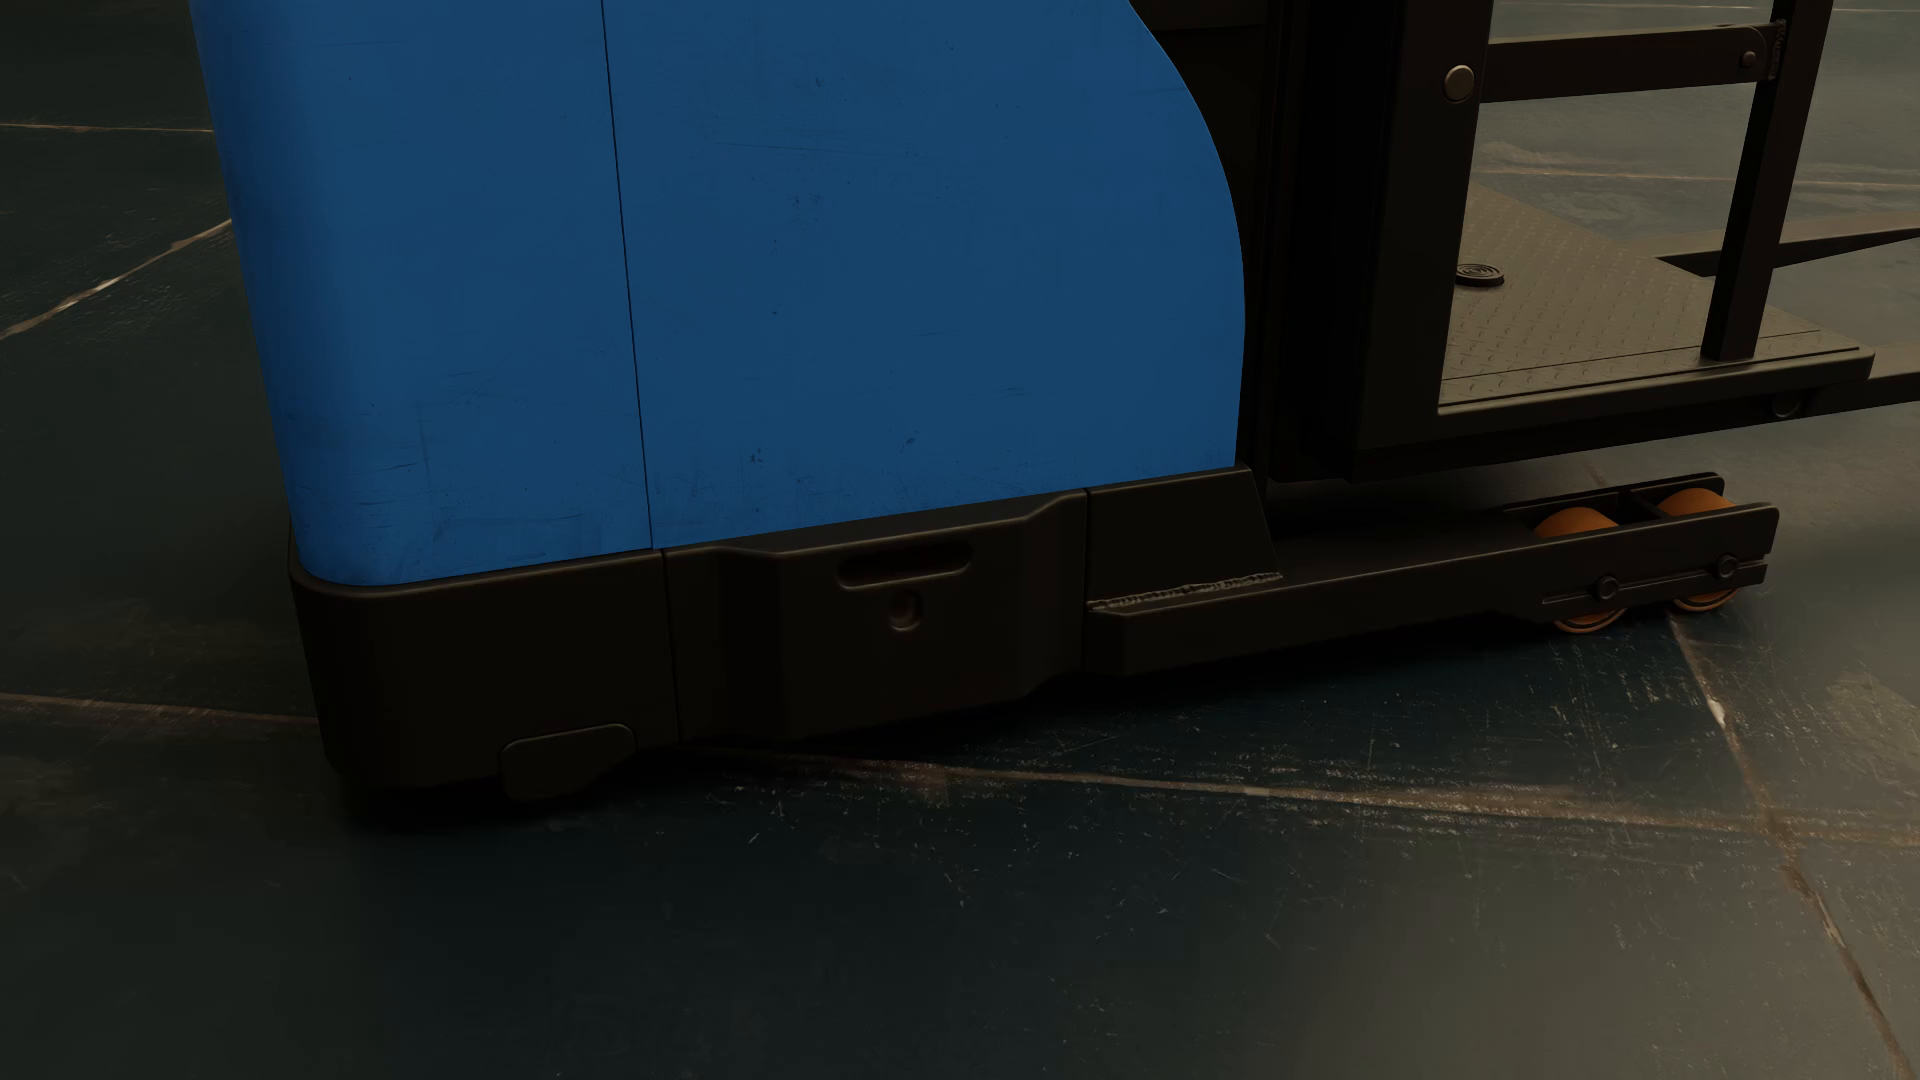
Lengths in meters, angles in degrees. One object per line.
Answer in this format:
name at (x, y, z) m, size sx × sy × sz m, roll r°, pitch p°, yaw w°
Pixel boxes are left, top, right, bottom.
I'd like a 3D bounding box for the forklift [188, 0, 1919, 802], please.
forklift at (0.594, -1.400, 2.024) m, size 3.031 × 2.935 × 1.130 m, roll -8°, pitch 28°, yaw -17°
